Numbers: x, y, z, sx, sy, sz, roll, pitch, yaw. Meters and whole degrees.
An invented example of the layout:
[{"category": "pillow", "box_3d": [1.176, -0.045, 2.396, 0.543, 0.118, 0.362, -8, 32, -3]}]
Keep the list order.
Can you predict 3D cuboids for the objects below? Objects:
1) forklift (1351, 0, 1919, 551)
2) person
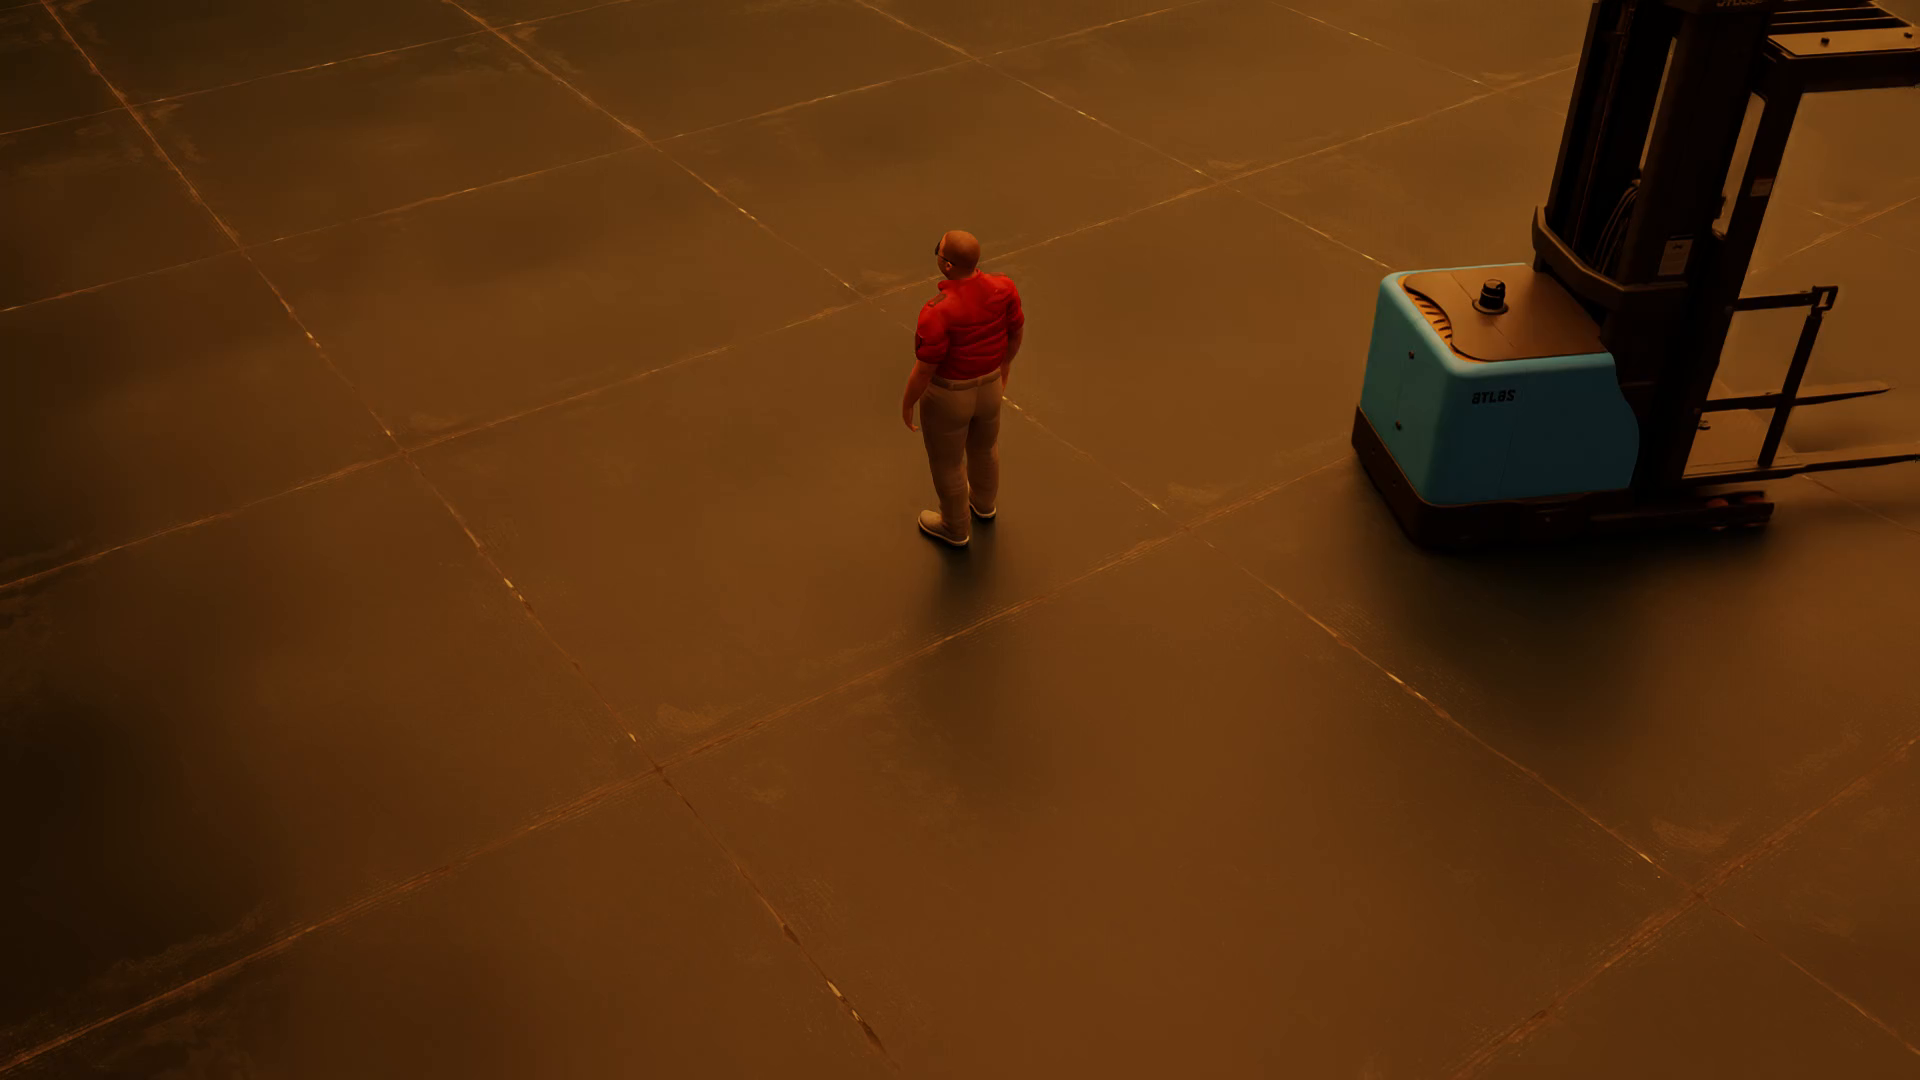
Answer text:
[{"category": "forklift", "box_3d": [3.681, -1.530, 8.014, 3.031, 2.935, 1.130, -5, 37, -7]}, {"category": "person", "box_3d": [-0.042, -0.748, 7.956, 0.640, 1.727, 0.551, -23, 42, -28]}]
